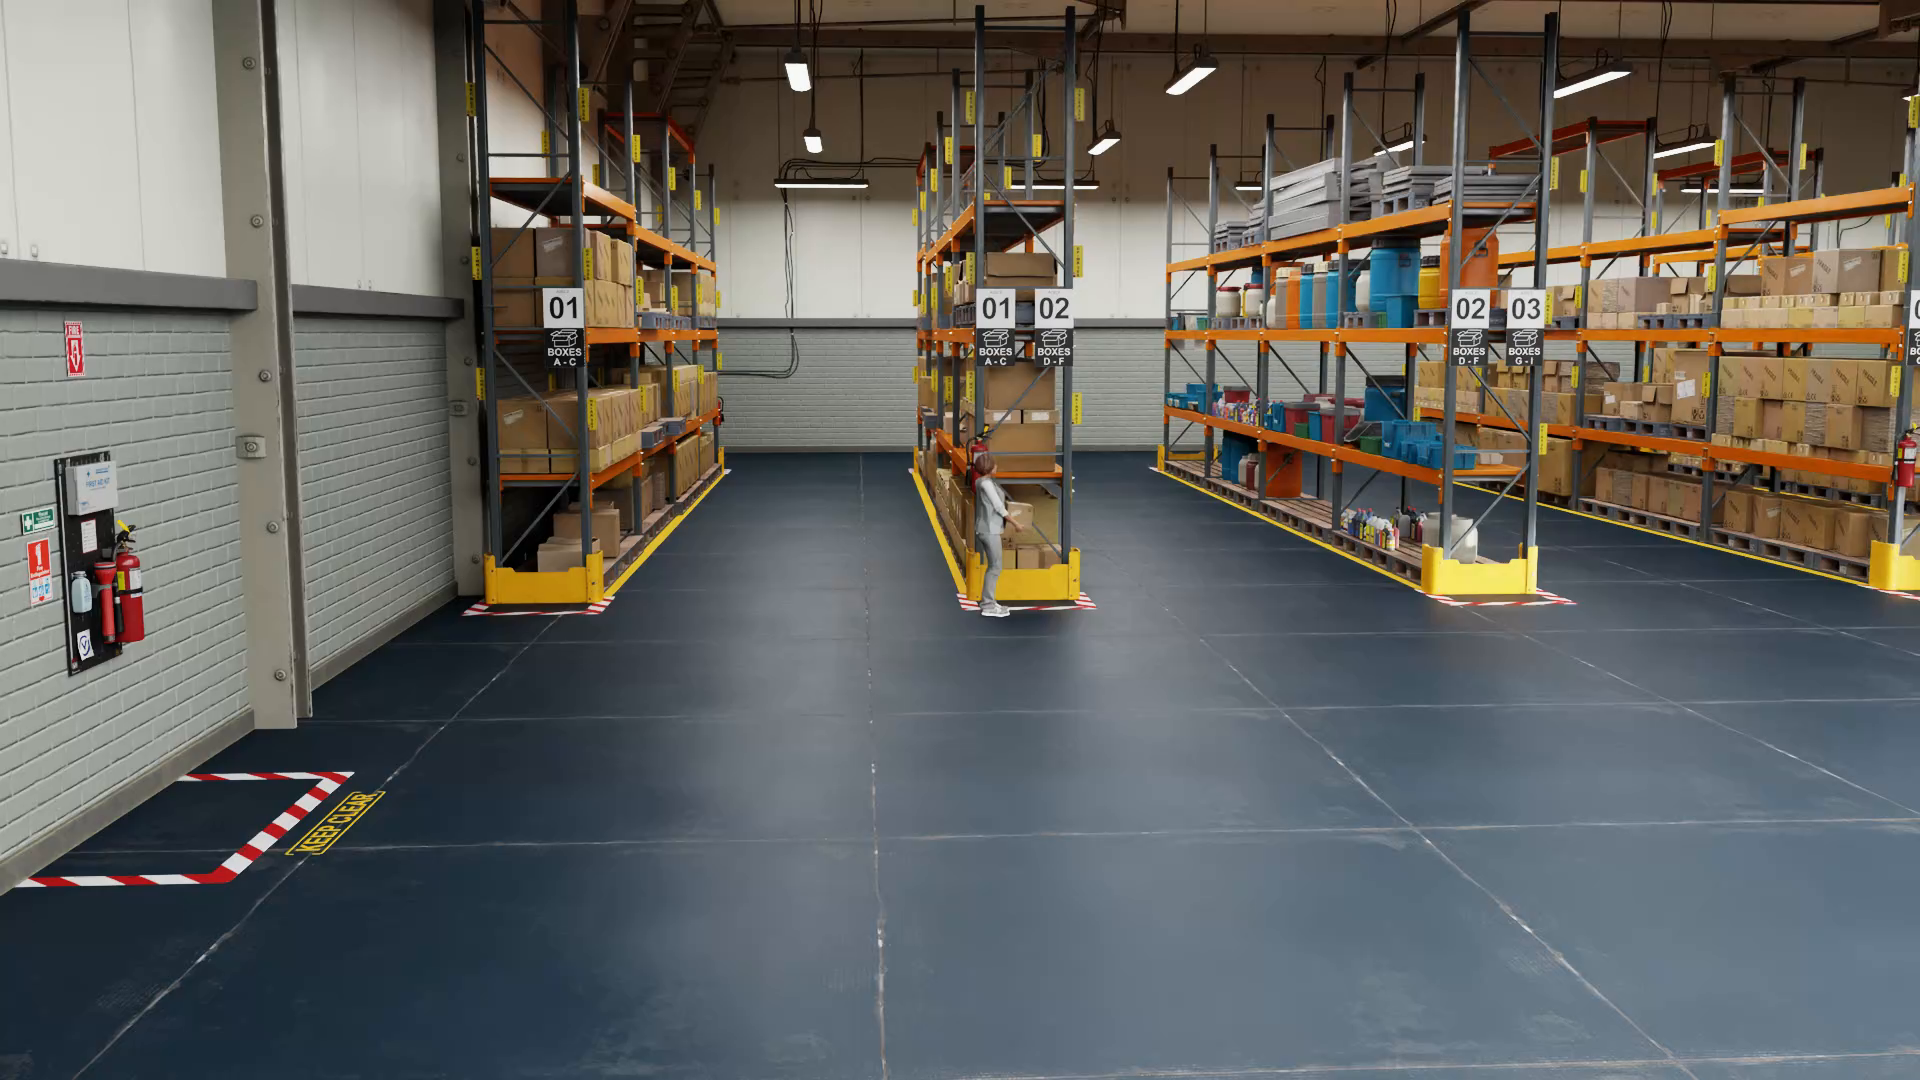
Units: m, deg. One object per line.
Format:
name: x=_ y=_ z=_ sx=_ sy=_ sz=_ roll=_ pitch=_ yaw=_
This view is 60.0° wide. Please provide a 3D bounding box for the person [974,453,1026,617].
person: x=0.385 y=-0.056 z=16.273 sx=0.497 sy=1.590 sz=0.404 roll=-1 pitch=7 yaw=-7
